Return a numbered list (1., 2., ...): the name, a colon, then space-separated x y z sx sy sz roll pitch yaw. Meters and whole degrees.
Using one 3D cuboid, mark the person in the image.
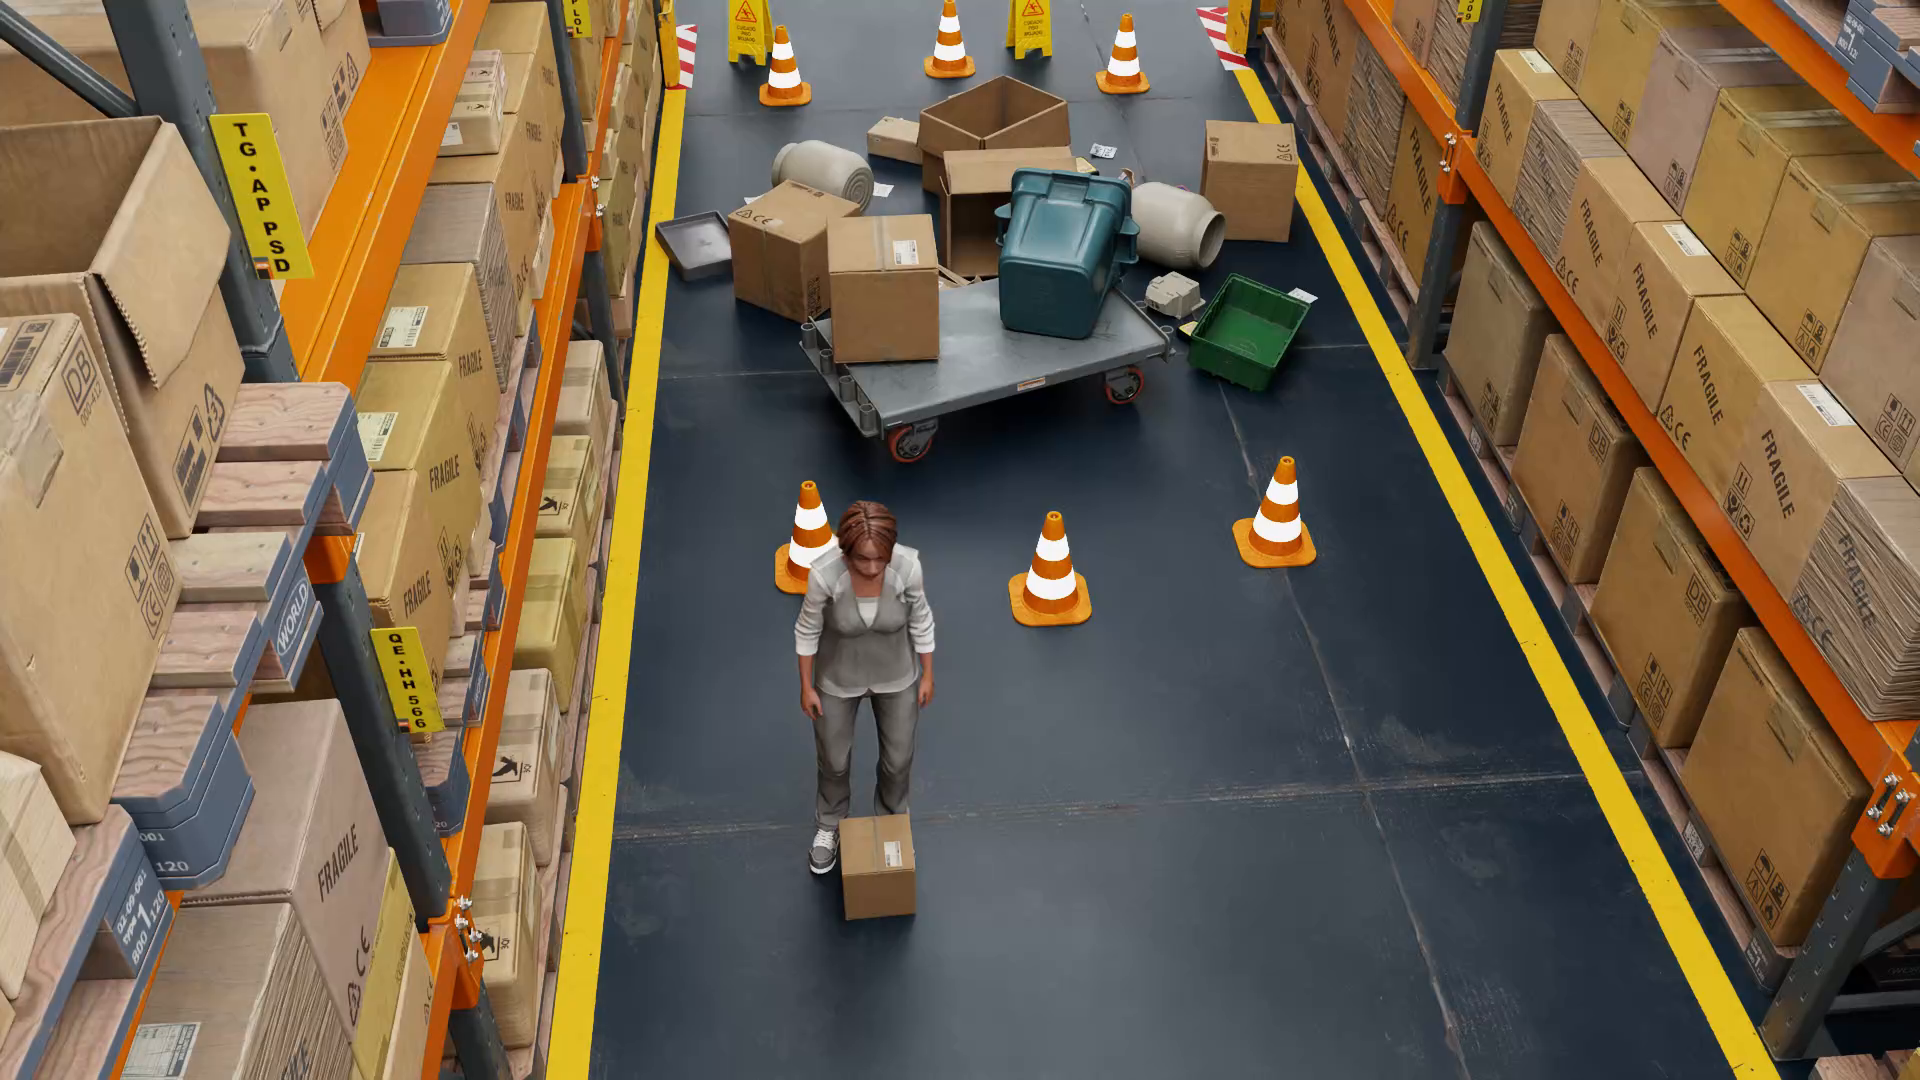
1. person: -0.315 0.489 5.575 0.482 1.591 0.378 -6 40 -7
